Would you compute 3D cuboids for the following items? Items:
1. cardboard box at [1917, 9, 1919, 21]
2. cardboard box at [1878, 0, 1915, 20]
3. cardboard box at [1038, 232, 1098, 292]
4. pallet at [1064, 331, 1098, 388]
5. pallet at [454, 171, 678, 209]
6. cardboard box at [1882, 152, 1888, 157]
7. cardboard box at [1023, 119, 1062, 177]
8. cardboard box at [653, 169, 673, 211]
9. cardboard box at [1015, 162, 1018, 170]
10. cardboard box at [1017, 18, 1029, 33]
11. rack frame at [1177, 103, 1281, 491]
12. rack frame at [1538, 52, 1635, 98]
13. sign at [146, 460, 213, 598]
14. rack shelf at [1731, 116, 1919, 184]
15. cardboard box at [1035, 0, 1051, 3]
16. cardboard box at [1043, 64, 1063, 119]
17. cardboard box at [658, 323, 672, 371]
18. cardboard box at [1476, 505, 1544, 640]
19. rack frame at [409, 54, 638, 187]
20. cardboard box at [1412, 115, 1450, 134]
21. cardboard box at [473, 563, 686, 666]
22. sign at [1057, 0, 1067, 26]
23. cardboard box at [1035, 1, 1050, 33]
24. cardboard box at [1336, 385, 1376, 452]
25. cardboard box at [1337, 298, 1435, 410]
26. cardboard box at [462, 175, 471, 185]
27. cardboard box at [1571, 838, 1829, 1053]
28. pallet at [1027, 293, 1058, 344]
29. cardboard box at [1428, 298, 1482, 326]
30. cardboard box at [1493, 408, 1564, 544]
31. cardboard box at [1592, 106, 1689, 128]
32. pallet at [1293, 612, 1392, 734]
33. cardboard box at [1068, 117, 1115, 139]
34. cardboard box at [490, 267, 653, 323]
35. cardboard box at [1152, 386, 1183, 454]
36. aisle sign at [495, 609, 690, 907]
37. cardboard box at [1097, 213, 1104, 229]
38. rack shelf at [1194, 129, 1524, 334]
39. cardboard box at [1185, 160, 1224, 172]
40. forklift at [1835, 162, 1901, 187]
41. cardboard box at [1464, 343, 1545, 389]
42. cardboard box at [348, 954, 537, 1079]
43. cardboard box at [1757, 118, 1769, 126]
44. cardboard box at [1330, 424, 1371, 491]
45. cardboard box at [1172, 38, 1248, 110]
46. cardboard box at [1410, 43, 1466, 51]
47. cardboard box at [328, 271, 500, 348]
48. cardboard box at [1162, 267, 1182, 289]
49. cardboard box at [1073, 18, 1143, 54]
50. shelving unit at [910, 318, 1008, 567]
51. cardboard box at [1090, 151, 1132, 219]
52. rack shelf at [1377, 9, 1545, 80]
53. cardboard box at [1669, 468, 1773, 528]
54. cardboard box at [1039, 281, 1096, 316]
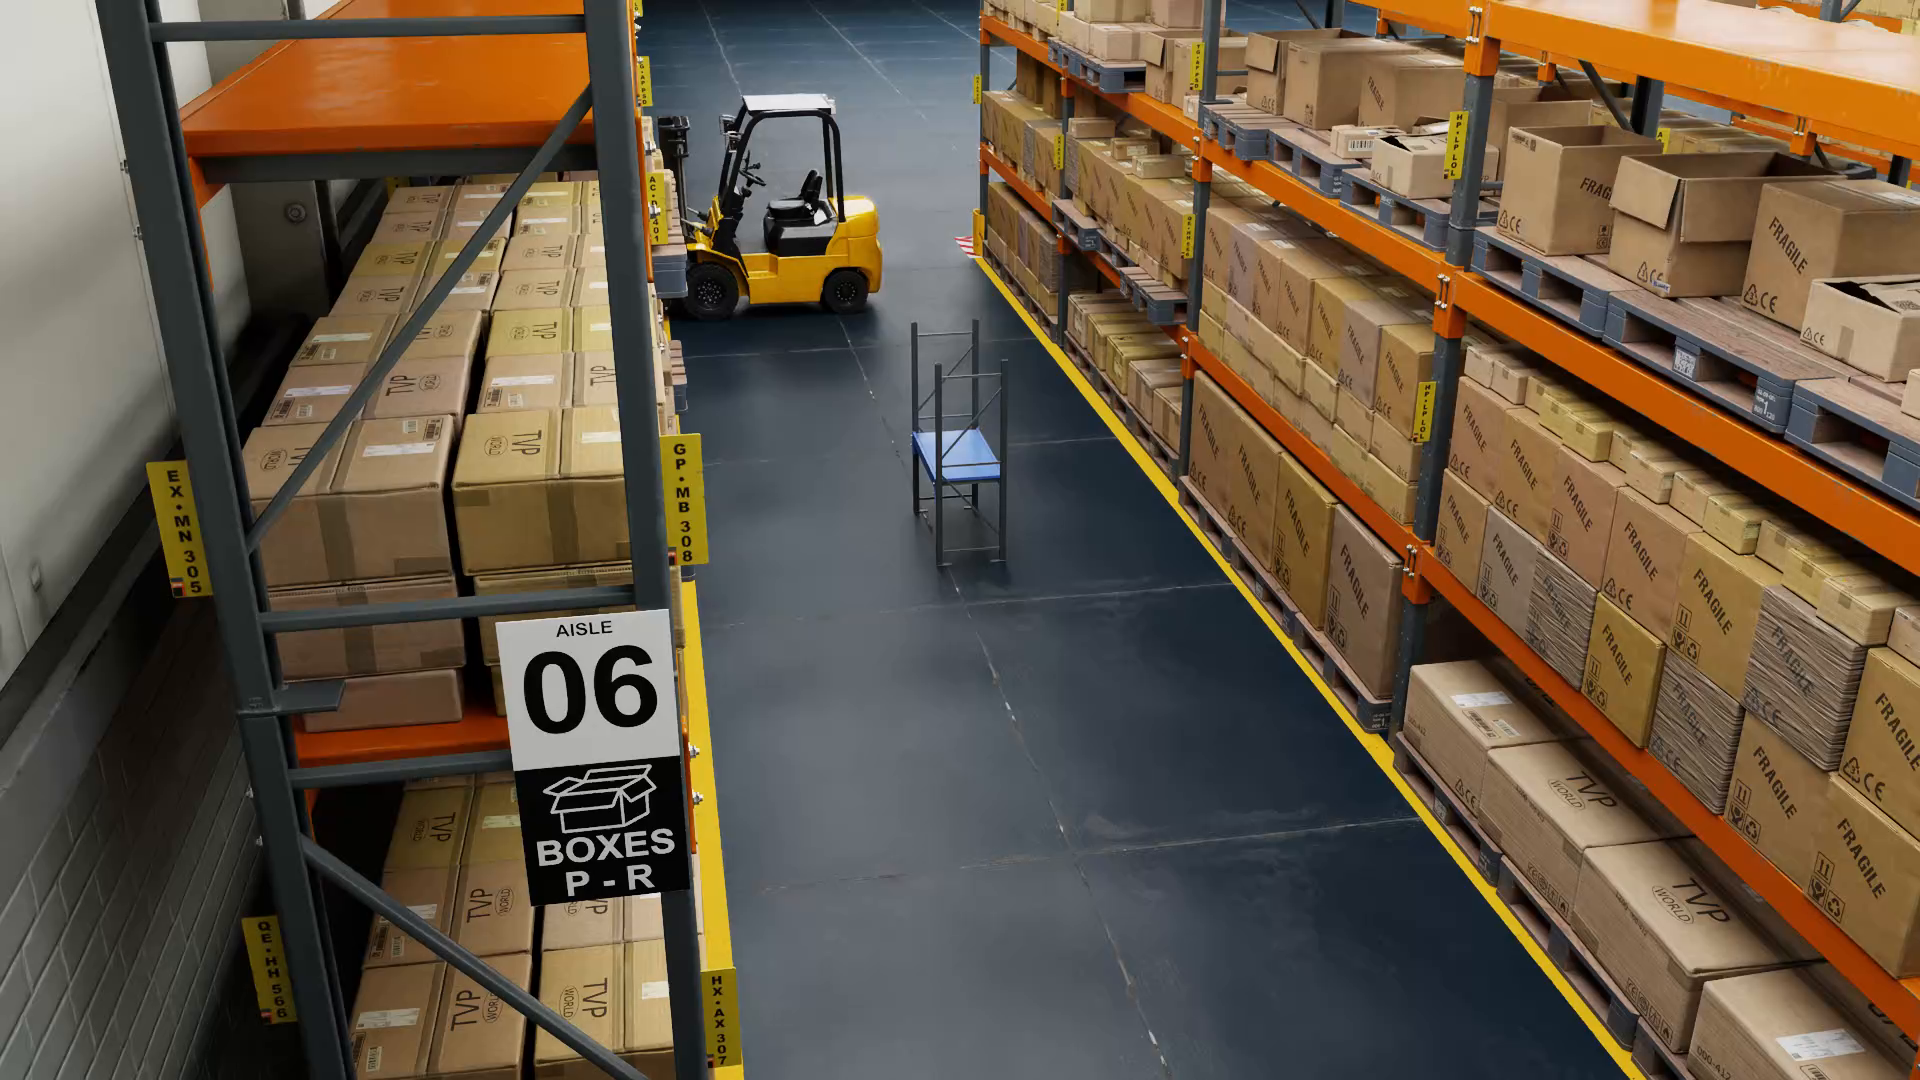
[{"bbox_3d":[7.396,-3.829,12.439,0.396,0.266,0.258,-4,24,-10],"label":"cardboard box"},{"bbox_3d":[10.693,-5.970,18.611,0.500,0.250,0.500,-4,24,-10],"label":"cardboard box"},{"bbox_3d":[1.107,-2.853,17.009,0.500,0.500,0.500,-5,24,-10],"label":"cardboard box"},{"bbox_3d":[1.626,-1.781,16.063,1.003,0.211,1.213,-4,24,-10],"label":"pallet"},{"bbox_3d":[-2.164,-1.807,9.127,1.213,0.211,1.003,-4,24,-10],"label":"pallet"},{"bbox_3d":[10.794,-4.446,18.995,0.380,0.149,0.250,-4,24,-10],"label":"cardboard box"},{"bbox_3d":[0.951,-4.109,17.413,0.500,0.500,0.500,-4,24,-8],"label":"cardboard box"},{"bbox_3d":[-1.542,-1.633,7.786,0.380,0.149,0.250,-4,24,-8],"label":"cardboard box"},{"bbox_3d":[0.821,-4.163,18.348,0.380,0.149,0.250,-3,24,-8],"label":"cardboard box"},{"bbox_3d":[0.814,-5.434,17.511,0.380,0.149,0.250,-5,24,-11],"label":"cardboard box"},{"bbox_3d":[2.220,-1.791,12.603,1.000,3.000,0.127,-4,24,-10],"label":"rack frame"},{"bbox_3d":[6.326,-3.771,17.136,1.000,3.000,0.127,-4,24,-10],"label":"rack frame"},{"bbox_3d":[-1.727,-0.023,3.701,0.100,0.325,0.005,-4,24,-10],"label":"sign"},{"bbox_3d":[10.850,-4.555,19.830,1.077,0.370,4.000,-4,24,-10],"label":"rack shelf"},{"bbox_3d":[0.947,-5.396,16.427,0.380,0.149,0.250,-4,24,-8],"label":"cardboard box"},{"bbox_3d":[1.287,-4.794,17.734,0.700,0.500,0.500,-4,24,-10],"label":"cardboard box"},{"bbox_3d":[-2.174,-1.034,10.216,0.797,0.503,0.637,-5,24,-11],"label":"cardboard box"},{"bbox_3d":[2.878,0.139,8.060,0.500,0.500,0.500,-4,24,-9],"label":"cardboard box"},{"bbox_3d":[-1.918,-2.598,6.956,1.000,3.000,0.127,-4,24,-10],"label":"rack frame"},{"bbox_3d":[2.966,-2.468,10.048,0.396,0.266,0.258,-2,24,-5],"label":"cardboard box"},{"bbox_3d":[-0.991,0.087,4.370,0.500,0.250,0.500,-5,24,-10],"label":"cardboard box"},{"bbox_3d":[0.949,-4.933,15.403,0.100,0.325,0.005,-4,24,-10],"label":"sign"},{"bbox_3d":[1.040,-5.159,16.383,0.500,0.250,0.500,-5,24,-11],"label":"cardboard box"},{"bbox_3d":[2.540,-0.730,9.736,0.500,0.250,0.500,-4,24,-8],"label":"cardboard box"},{"bbox_3d":[2.527,-1.082,9.605,0.500,0.500,0.500,-4,24,-9],"label":"cardboard box"},{"bbox_3d":[-2.157,-1.692,7.921,0.380,0.149,0.250,-4,24,-9],"label":"cardboard box"},{"bbox_3d":[3.302,1.726,7.228,0.875,0.438,0.875,-4,24,-8],"label":"cardboard box"},{"bbox_3d":[1.321,-2.348,17.363,1.003,0.211,1.213,-4,24,-10],"label":"pallet"},{"bbox_3d":[3.040,-1.114,9.679,0.500,0.500,0.500,-4,24,-10],"label":"cardboard box"},{"bbox_3d":[2.897,-0.318,7.855,0.500,0.500,0.500,-5,24,-10],"label":"cardboard box"},{"bbox_3d":[6.521,-3.878,16.007,0.700,0.500,0.500,-5,24,-11],"label":"cardboard box"},{"bbox_3d":[2.743,0.762,10.241,1.003,0.211,1.213,-4,24,-10],"label":"pallet"},{"bbox_3d":[1.220,-3.825,15.429,0.380,0.149,0.250,-4,24,-10],"label":"cardboard box"},{"bbox_3d":[-1.299,-0.738,5.635,0.500,0.250,0.500,-4,24,-8],"label":"cardboard box"},{"bbox_3d":[2.125,-1.002,13.556,0.950,0.372,0.625,-6,24,-13],"label":"cardboard box"},{"bbox_3d":[-0.877,0.538,4.022,0.394,0.787,0.004,-4,24,-10],"label":"aisle sign"},{"bbox_3d":[1.444,-2.892,14.913,0.380,0.149,0.250,-4,24,-9],"label":"cardboard box"},{"bbox_3d":[2.590,-2.049,10.346,1.077,0.370,4.000,-4,24,-10],"label":"rack shelf"},{"bbox_3d":[2.071,-2.970,14.281,0.500,0.500,0.500,-5,24,-12],"label":"cardboard box"},{"bbox_3d":[5.131,-1.097,11.100,1.130,2.935,3.031,-3,24,-7],"label":"forklift"},{"bbox_3d":[2.763,-0.876,8.323,0.380,0.149,0.250,-5,24,-11],"label":"cardboard box"},{"bbox_3d":[-1.524,1.495,4.894,0.500,0.250,0.500,-4,24,-8],"label":"cardboard box"},{"bbox_3d":[10.326,-5.327,21.012,0.380,0.149,0.250,-4,24,-10],"label":"cardboard box"},{"bbox_3d":[2.536,-0.507,9.851,0.500,0.250,0.500,-5,24,-10],"label":"cardboard box"},{"bbox_3d":[2.055,-3.585,12.838,0.700,0.500,0.500,-4,24,-10],"label":"cardboard box"},{"bbox_3d":[5.810,-5.549,19.672,0.875,0.550,0.550,-4,24,-10],"label":"cardboard box"},{"bbox_3d":[-1.802,-0.706,5.563,0.500,0.250,0.500,-4,24,-10],"label":"cardboard box"},{"bbox_3d":[1.807,-2.080,13.054,0.380,0.149,0.250,-4,24,-9],"label":"cardboard box"},{"bbox_3d":[1.289,-4.404,14.501,0.500,0.250,0.500,-5,24,-10],"label":"cardboard box"},{"bbox_3d":[-0.016,-0.721,12.027,0.538,1.500,1.048,-4,24,-10],"label":"shelving unit"},{"bbox_3d":[1.456,-3.141,14.673,0.500,0.500,0.500,-4,24,-10],"label":"cardboard box"},{"bbox_3d":[5.957,-5.602,18.481,1.077,0.370,4.000,-4,24,-10],"label":"rack shelf"},{"bbox_3d":[3.116,-0.175,6.717,0.380,0.149,0.250,-4,24,-8],"label":"cardboard box"},{"bbox_3d":[1.107,-2.510,17.159,0.500,0.250,0.500,-3,24,-7],"label":"cardboard box"}]
